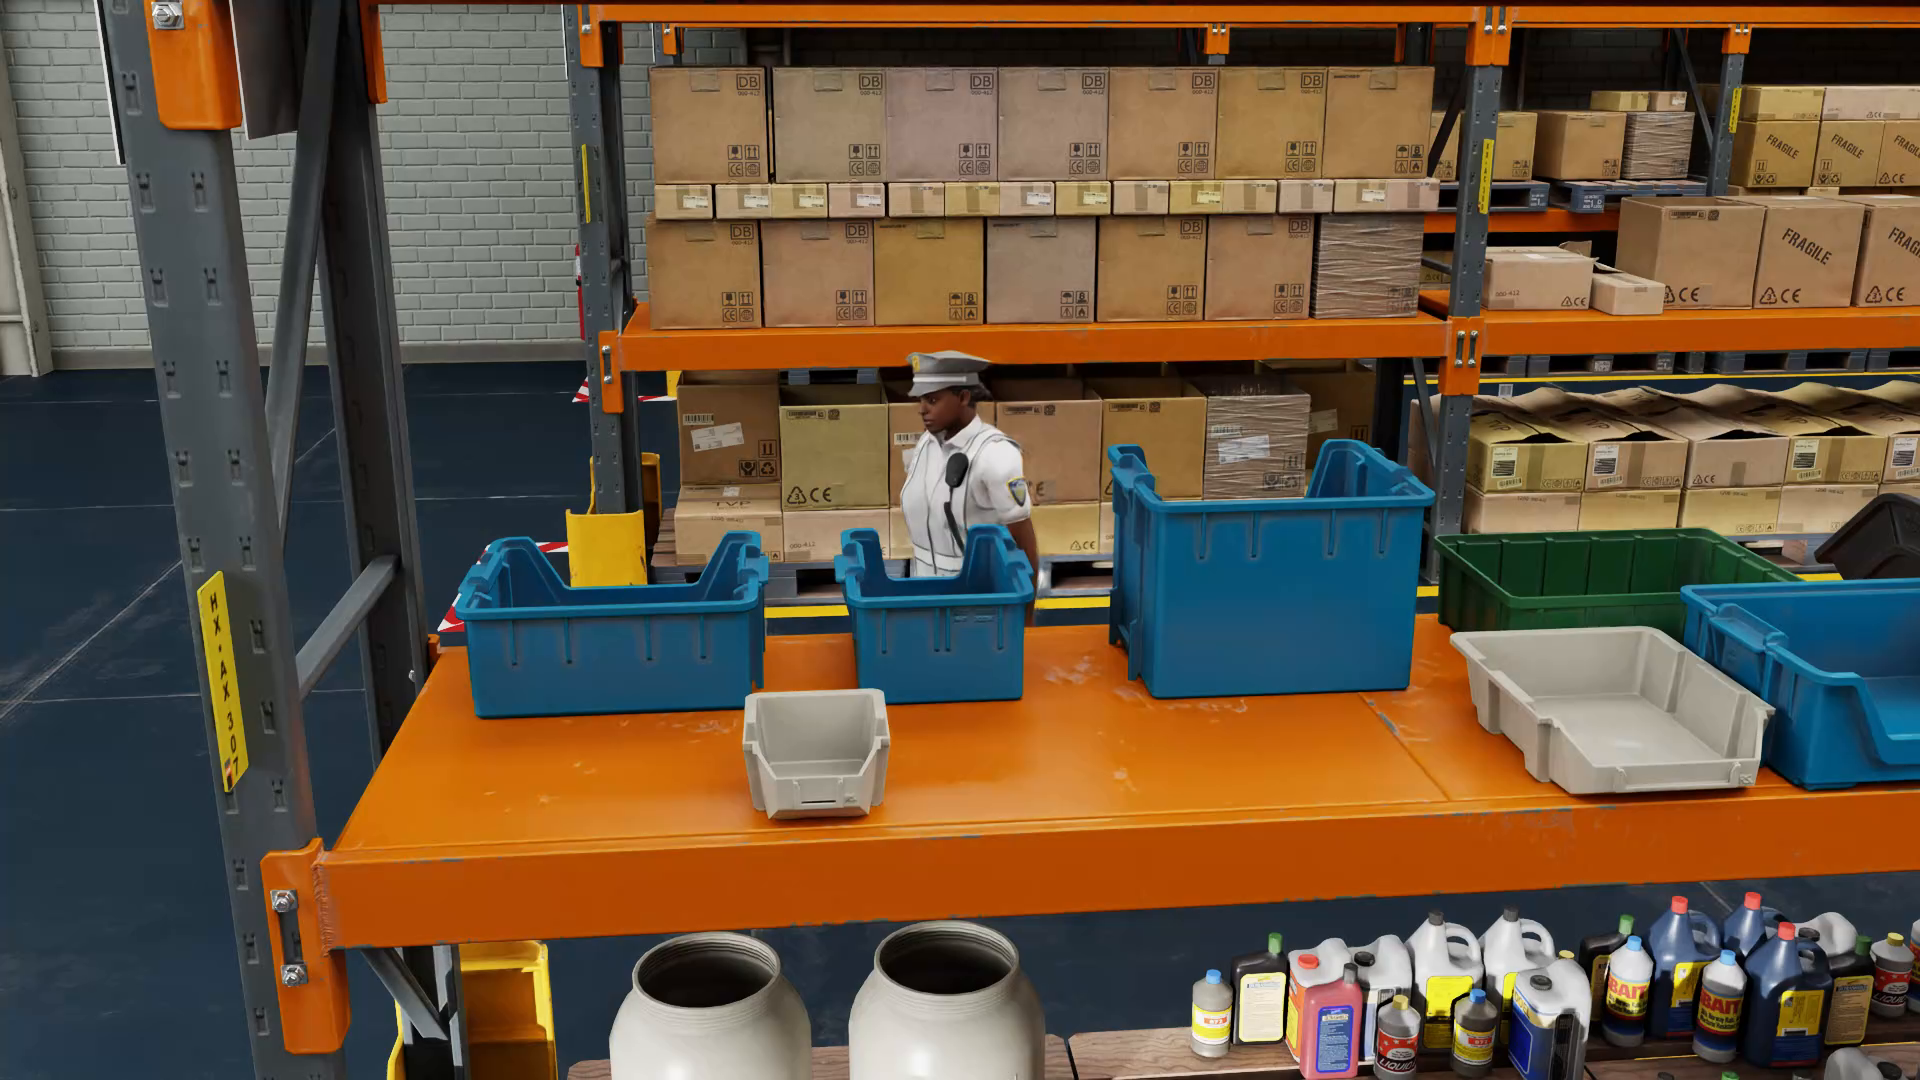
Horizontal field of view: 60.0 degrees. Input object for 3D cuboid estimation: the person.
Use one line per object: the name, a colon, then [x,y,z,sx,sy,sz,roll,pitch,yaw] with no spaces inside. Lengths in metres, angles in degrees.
person: [0.058,0.220,5.315,0.392,1.671,0.523,-14,22,-39]
